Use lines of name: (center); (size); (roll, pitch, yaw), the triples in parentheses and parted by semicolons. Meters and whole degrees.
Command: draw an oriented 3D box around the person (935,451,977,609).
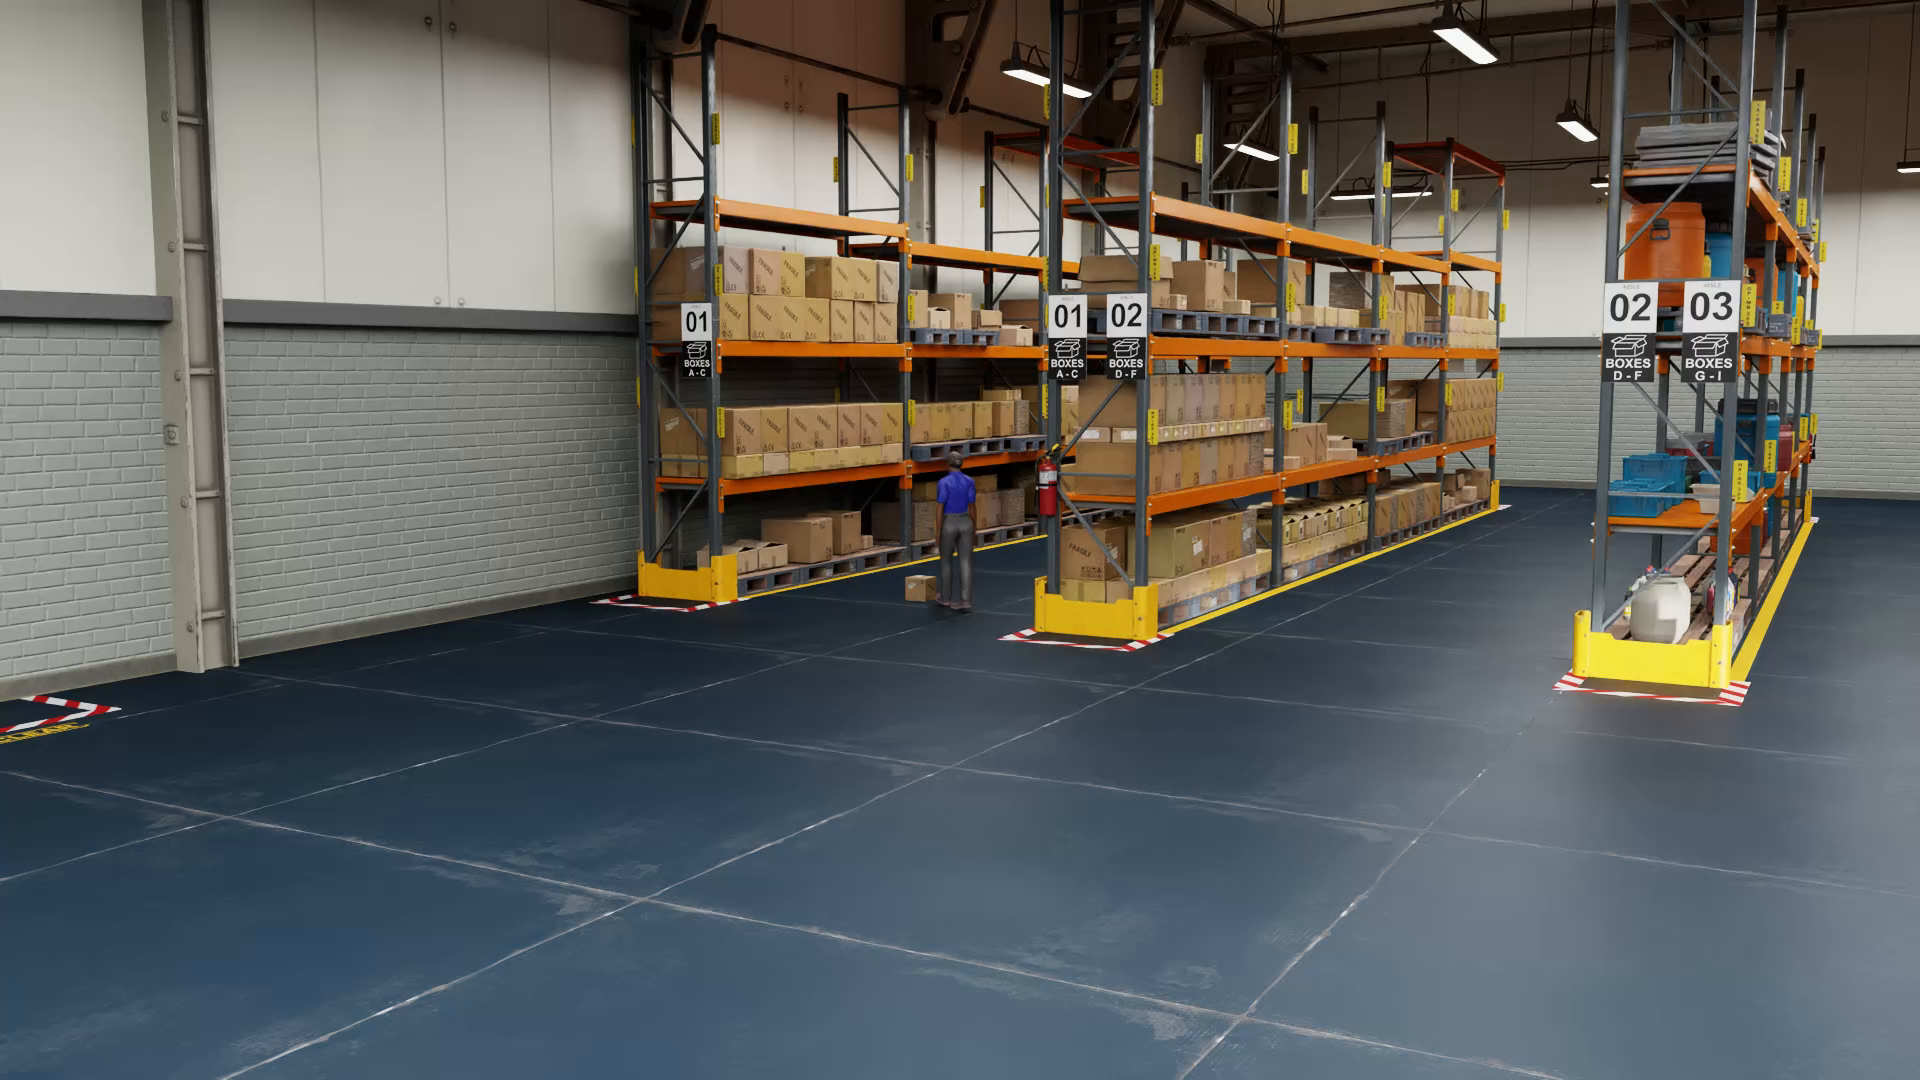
person: (-0.074, -0.114, 17.410); (0.457, 1.641, 0.712); (-2, 6, -17)
